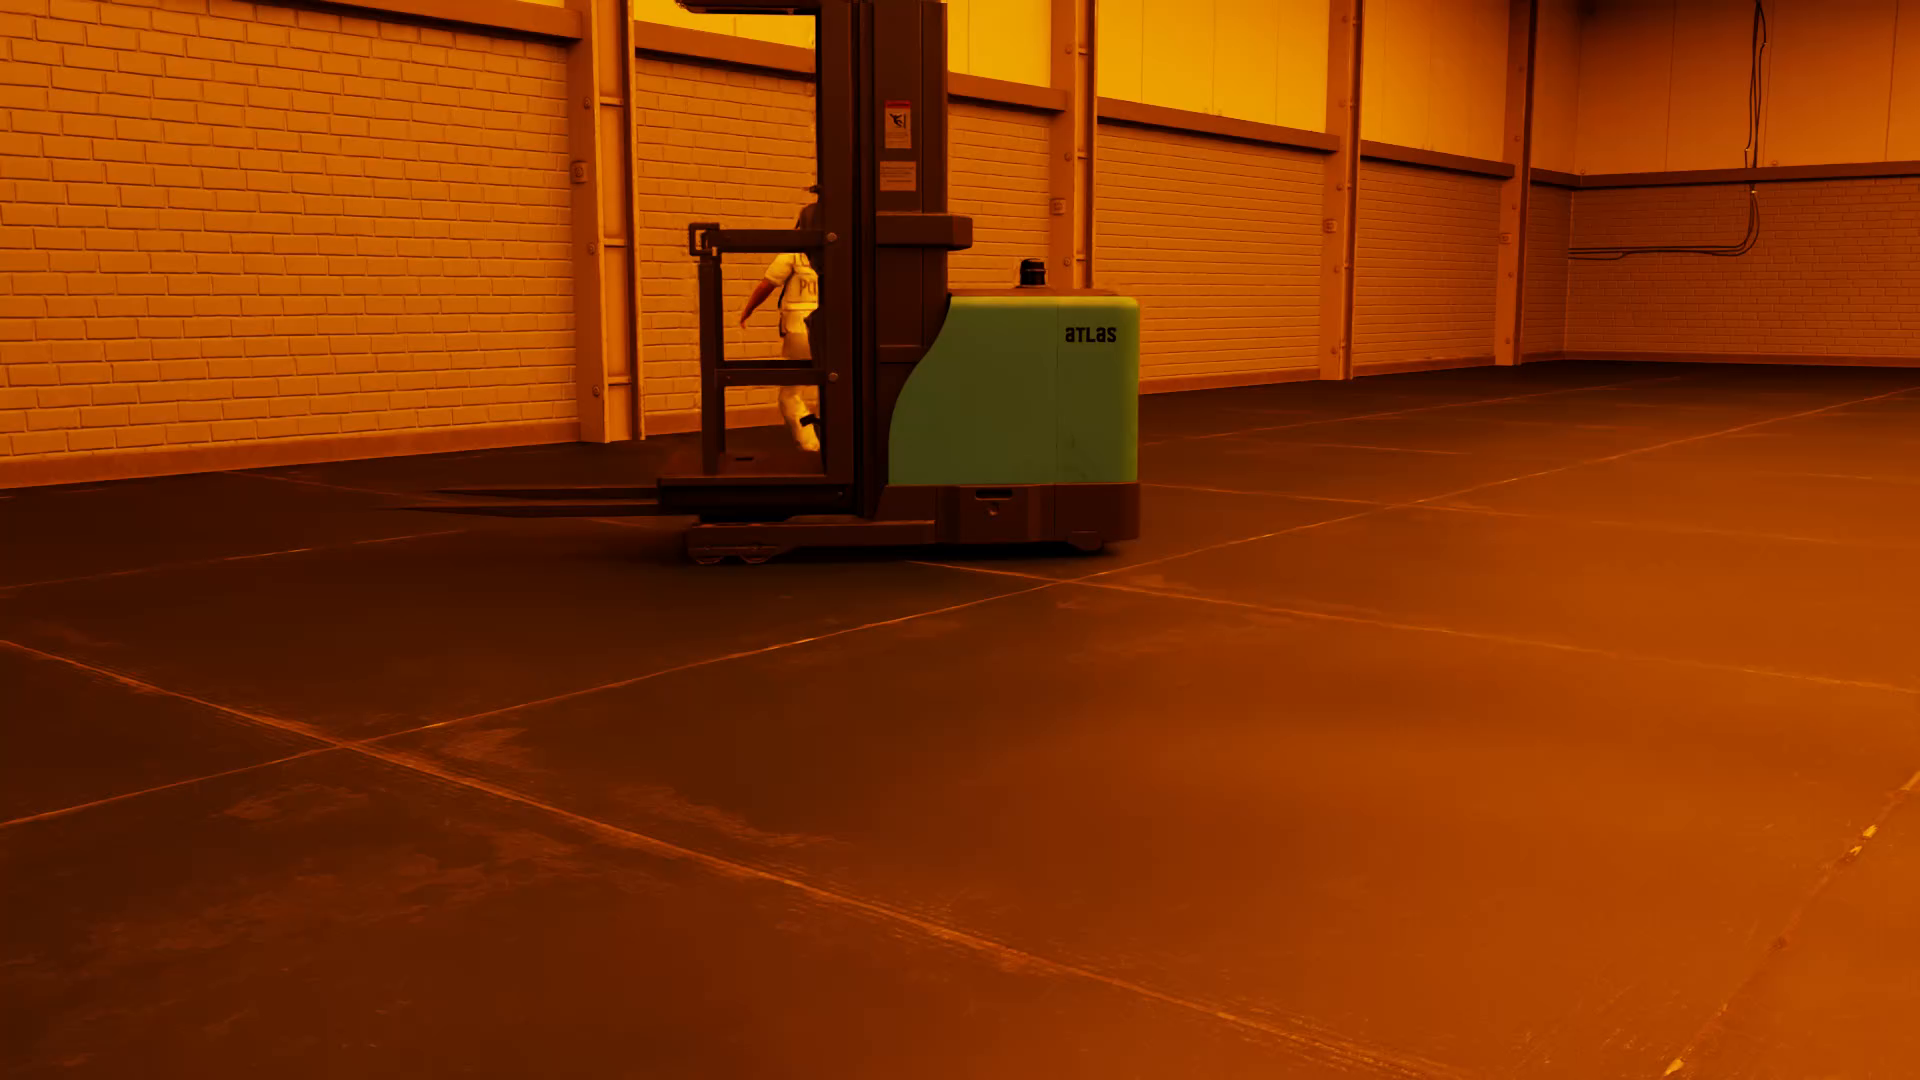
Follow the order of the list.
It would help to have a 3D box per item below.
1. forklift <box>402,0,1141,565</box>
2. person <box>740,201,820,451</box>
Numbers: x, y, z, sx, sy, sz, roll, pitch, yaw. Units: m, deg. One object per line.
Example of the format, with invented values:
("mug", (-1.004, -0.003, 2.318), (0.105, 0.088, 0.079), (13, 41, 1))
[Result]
("forklift", (-0.796, -1.431, 7.061), (3.031, 2.935, 1.130), (-1, 8, -6))
("person", (-0.852, -1.209, 10.043), (0.829, 1.646, 0.689), (-3, 9, -21))
